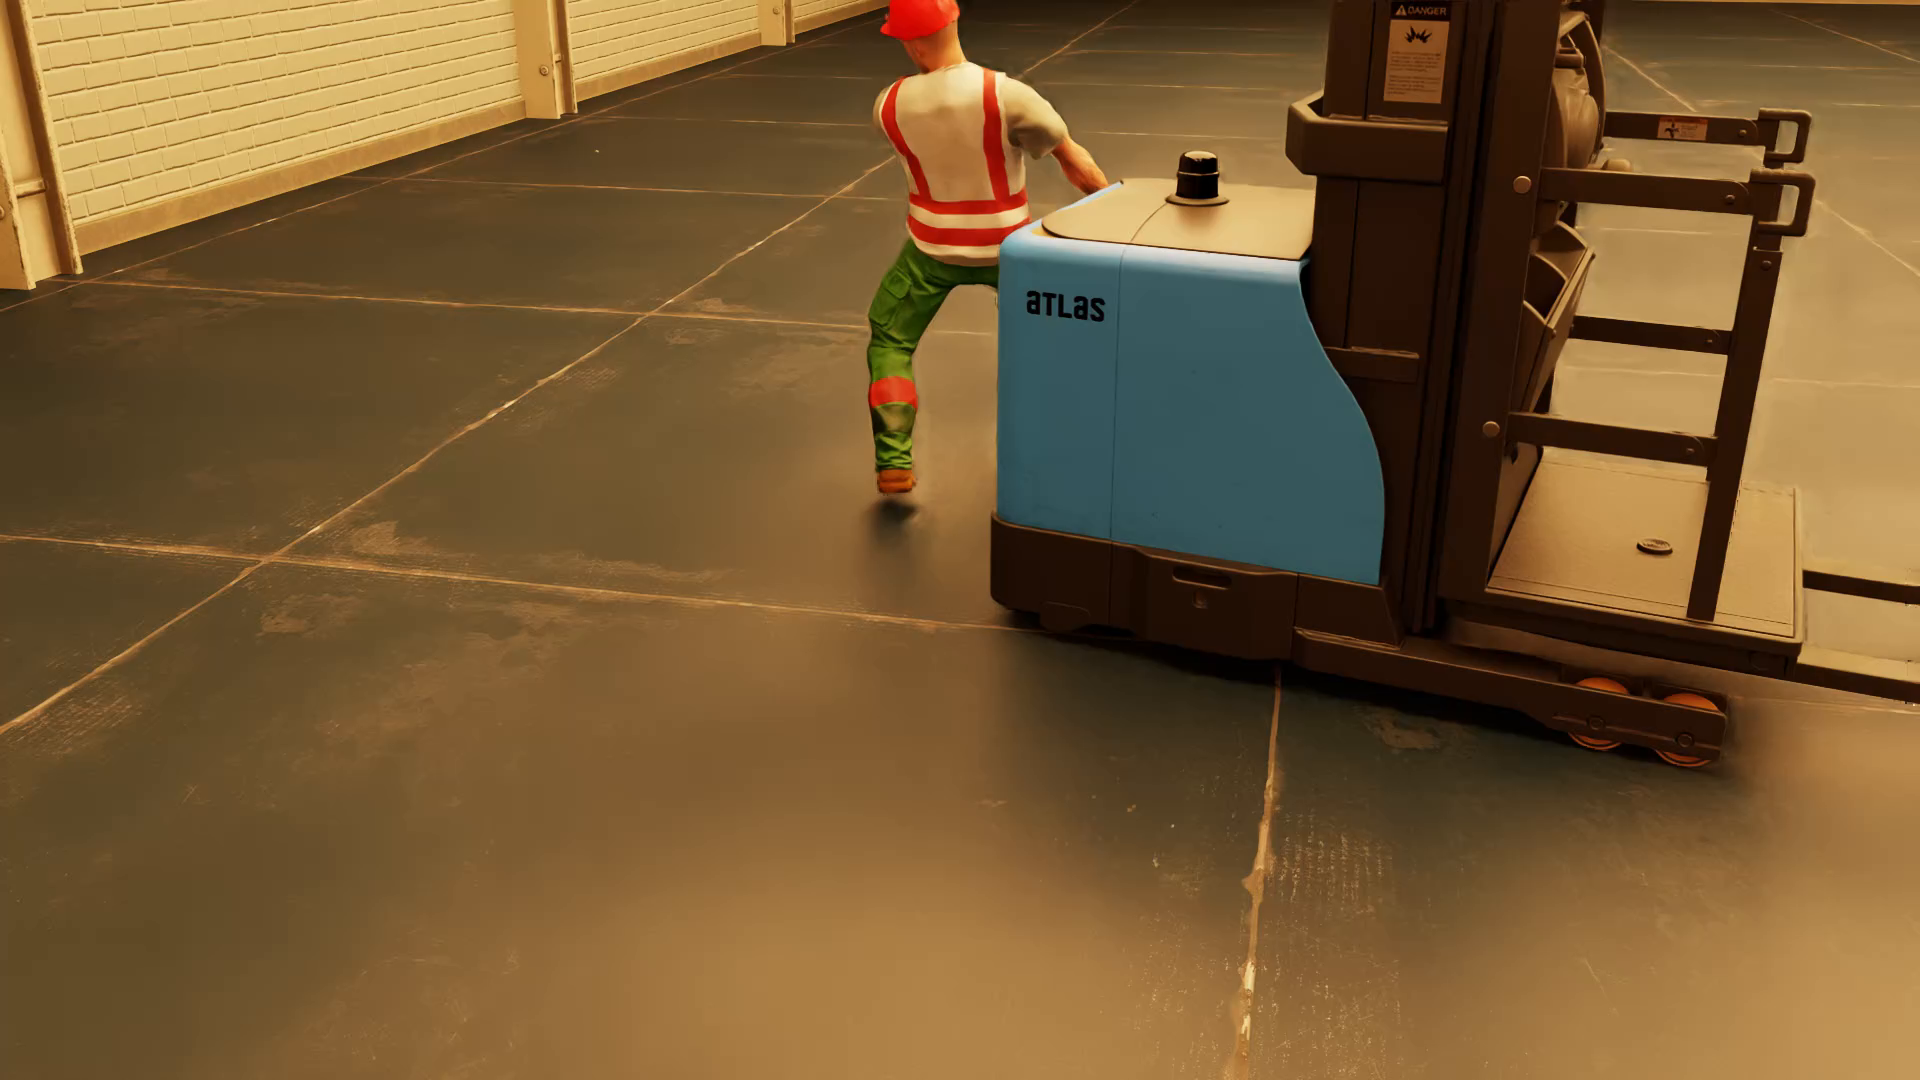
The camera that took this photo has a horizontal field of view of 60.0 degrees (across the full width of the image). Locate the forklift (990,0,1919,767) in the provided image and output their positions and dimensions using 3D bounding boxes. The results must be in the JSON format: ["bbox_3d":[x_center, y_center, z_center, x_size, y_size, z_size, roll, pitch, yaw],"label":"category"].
[{"bbox_3d":[1.643,-1.060,3.865,3.031,2.935,1.130,10,24,23],"label":"forklift"}]

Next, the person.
[{"bbox_3d":[0.121,-0.981,5.399,0.861,1.614,0.863,-1,22,-1],"label":"person"}]
